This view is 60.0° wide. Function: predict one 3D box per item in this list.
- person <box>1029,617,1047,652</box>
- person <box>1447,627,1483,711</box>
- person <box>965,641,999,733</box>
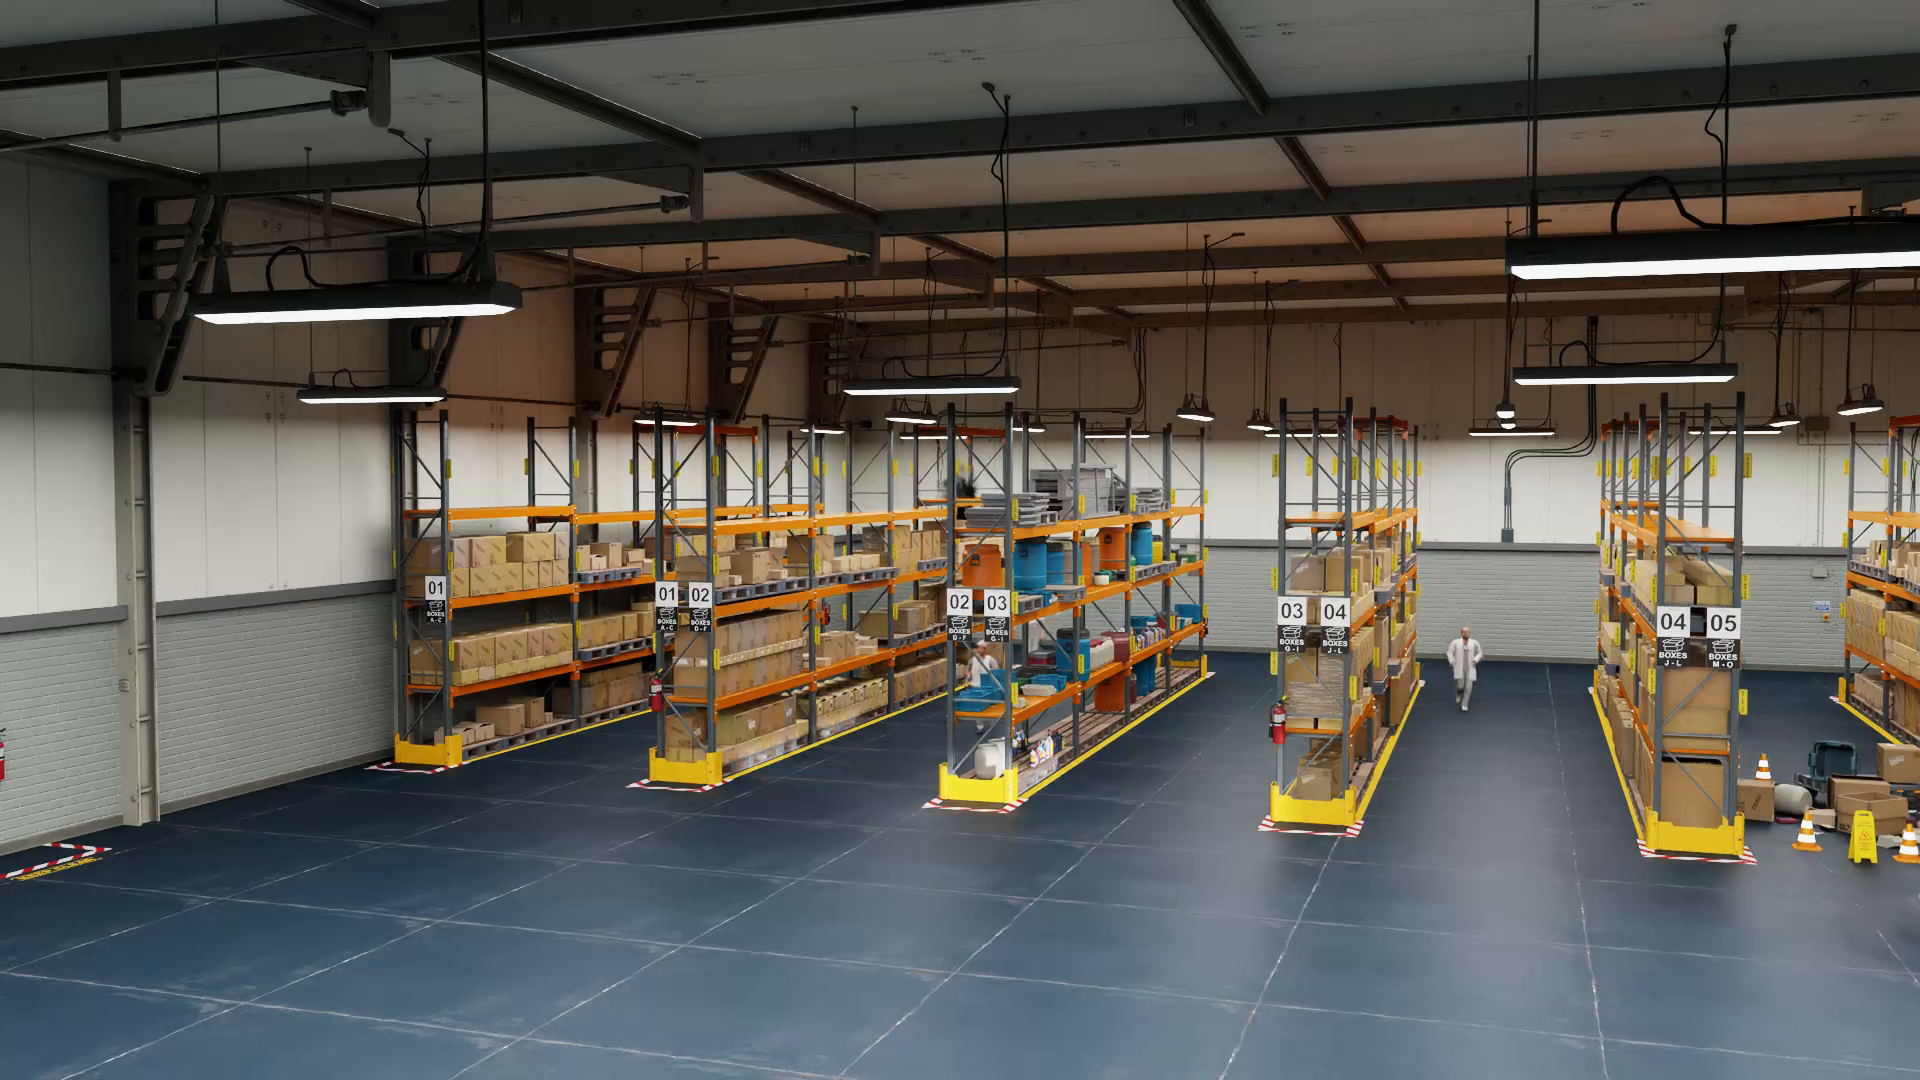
[{"bbox_3d":[1.683,2.277,38.332,0.550,1.628,0.571,1,3,15],"label":"person"},{"bbox_3d":[10.448,2.663,34.413,0.707,1.727,0.640,0,2,11],"label":"person"},{"bbox_3d":[0.401,2.782,31.452,0.652,1.738,0.615,1,3,15],"label":"person"}]
